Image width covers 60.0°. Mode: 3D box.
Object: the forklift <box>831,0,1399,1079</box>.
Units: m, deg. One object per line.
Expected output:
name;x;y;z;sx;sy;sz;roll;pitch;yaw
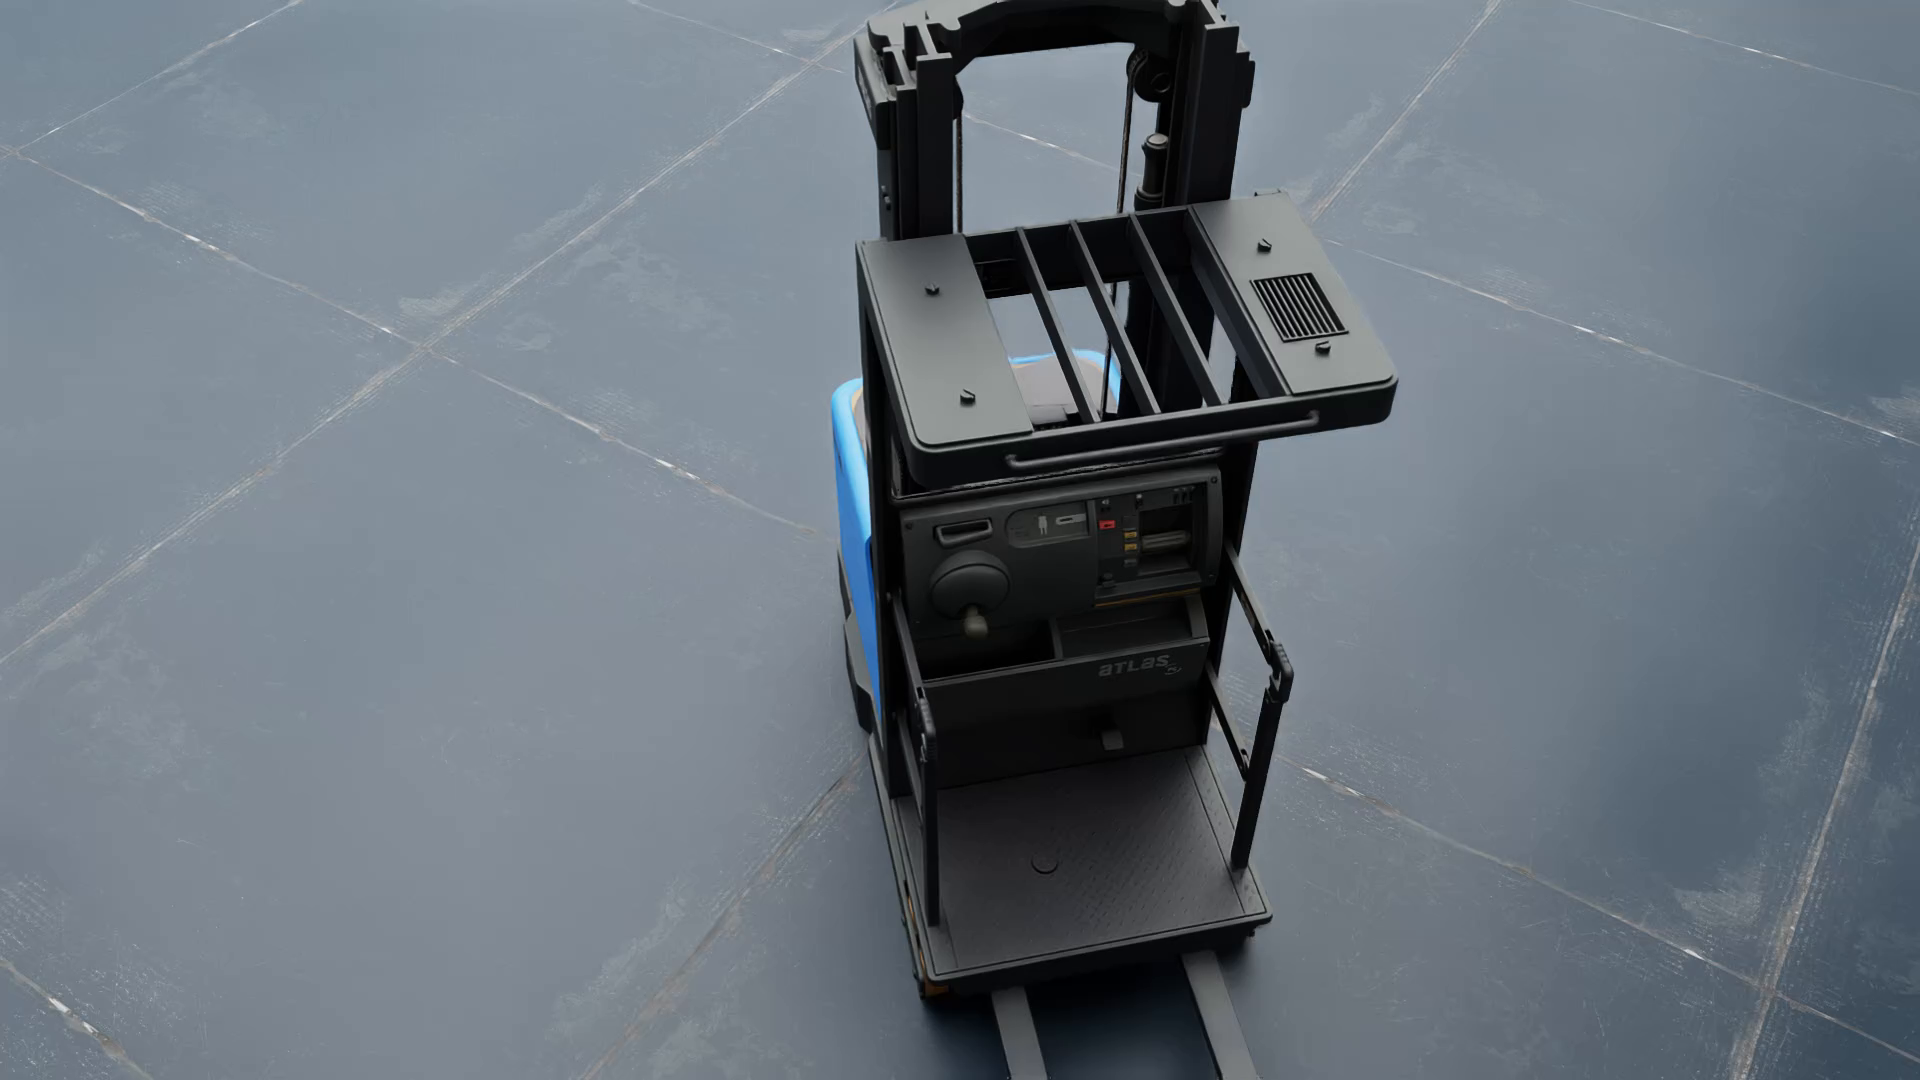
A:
forklift;0.342;0.134;4.576;1.130;2.935;3.031;-9;46;-8
